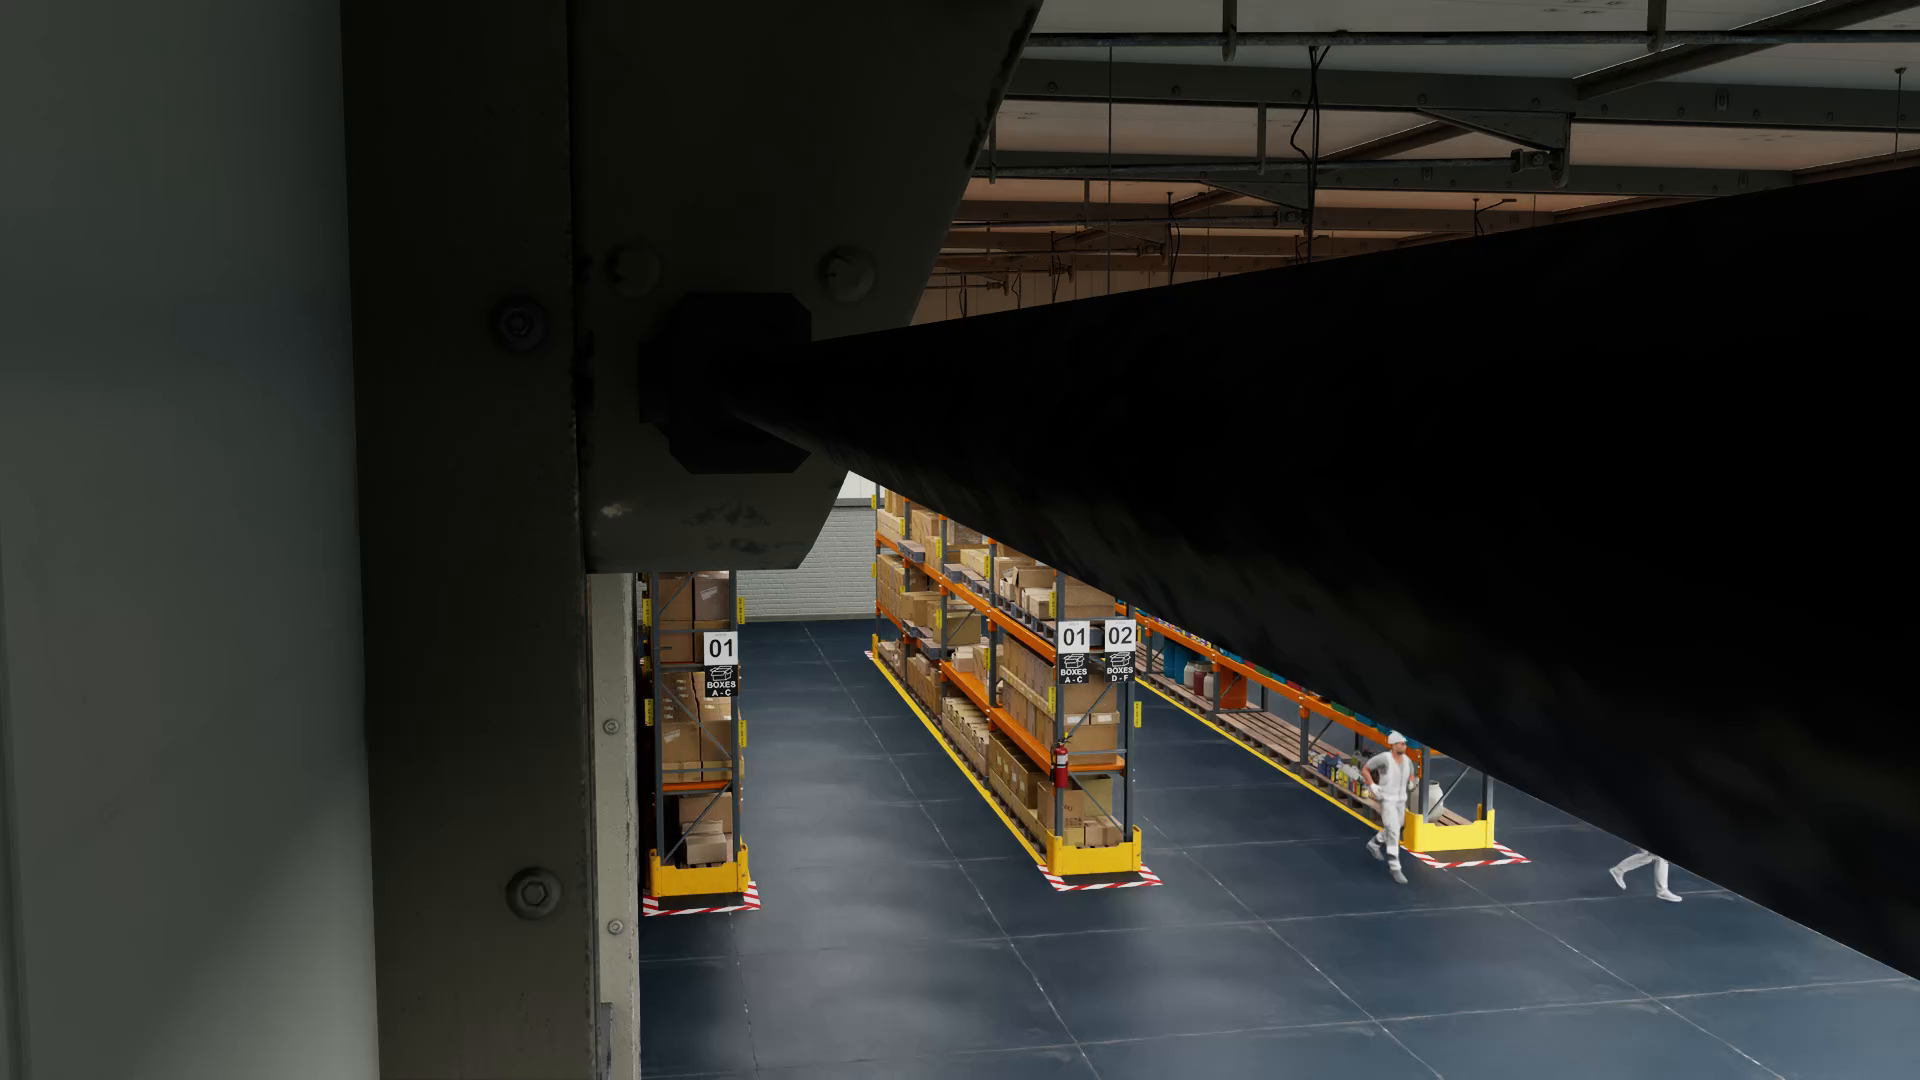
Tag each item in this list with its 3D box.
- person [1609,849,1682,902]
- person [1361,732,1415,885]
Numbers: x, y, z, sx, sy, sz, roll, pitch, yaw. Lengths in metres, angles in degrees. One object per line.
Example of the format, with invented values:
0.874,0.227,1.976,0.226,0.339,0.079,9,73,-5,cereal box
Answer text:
8.217,3.447,19.875,0.823,1.683,0.630,3,6,23,person
5.470,3.295,20.919,0.674,1.779,1.008,-3,7,-29,person
